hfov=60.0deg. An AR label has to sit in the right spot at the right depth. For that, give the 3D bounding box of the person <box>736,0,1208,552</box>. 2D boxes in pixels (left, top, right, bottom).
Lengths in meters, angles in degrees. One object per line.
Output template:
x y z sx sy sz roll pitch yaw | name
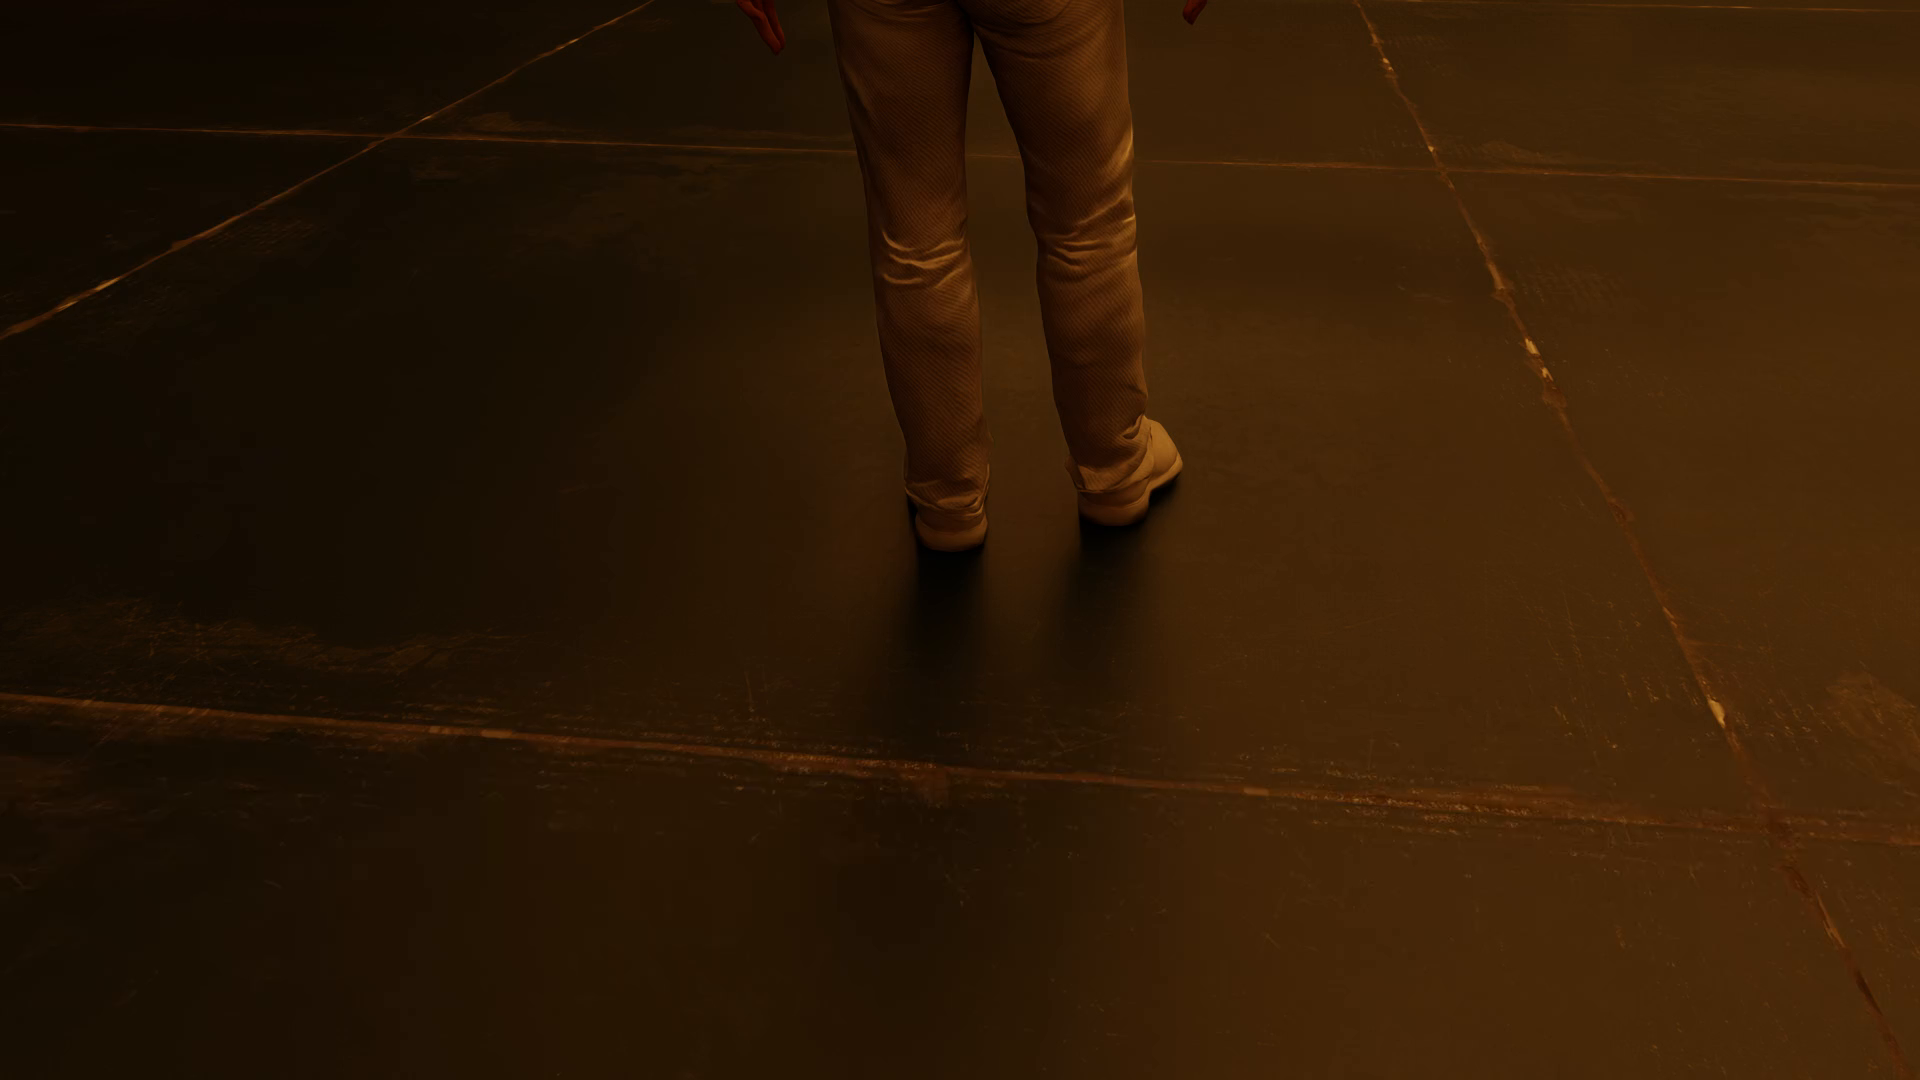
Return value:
0.016 -0.827 2.163 0.665 1.765 0.577 3 27 7 | person
